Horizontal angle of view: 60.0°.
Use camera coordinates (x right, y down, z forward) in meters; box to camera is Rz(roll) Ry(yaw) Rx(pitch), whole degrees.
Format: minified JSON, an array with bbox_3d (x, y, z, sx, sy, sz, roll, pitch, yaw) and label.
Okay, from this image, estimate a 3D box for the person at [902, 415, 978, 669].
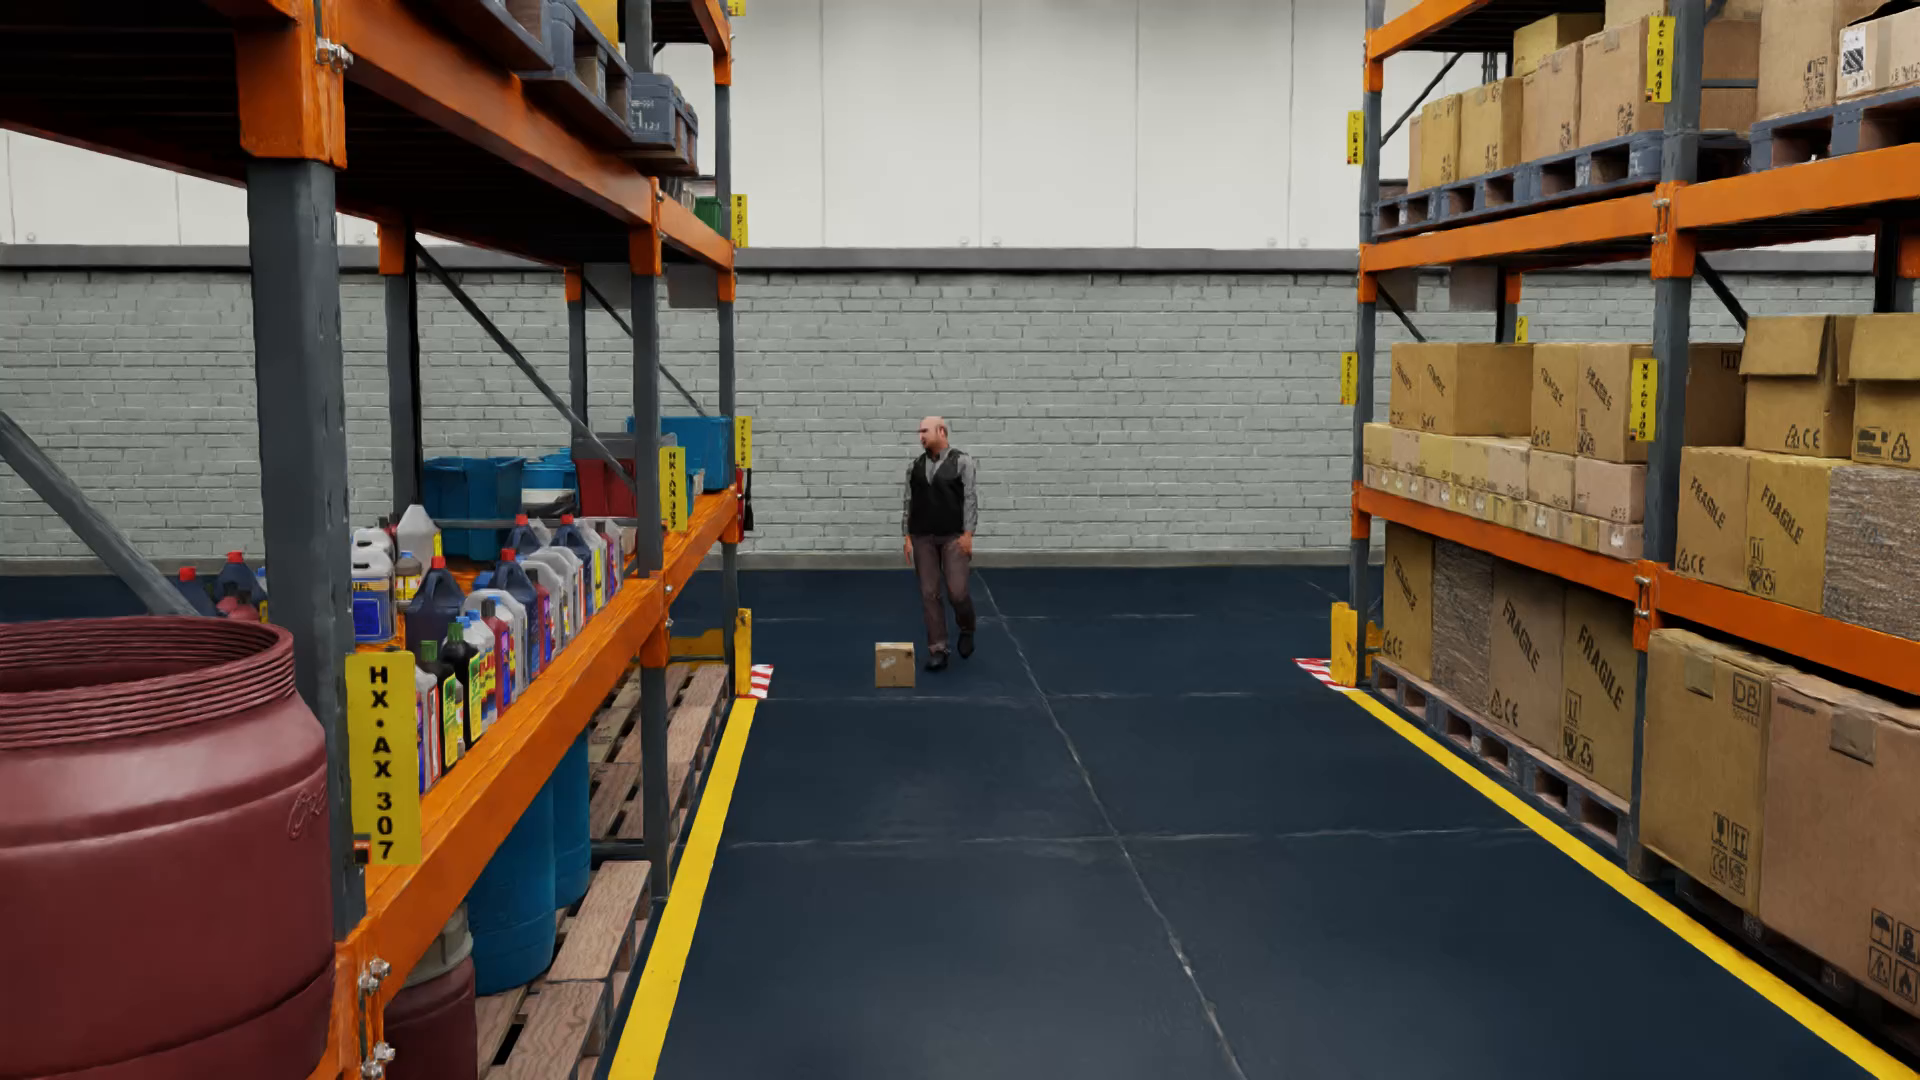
[{"bbox_3d":[-0.148,0.006,11.368,0.558,1.702,0.644,2,7,18],"label":"person"}]
